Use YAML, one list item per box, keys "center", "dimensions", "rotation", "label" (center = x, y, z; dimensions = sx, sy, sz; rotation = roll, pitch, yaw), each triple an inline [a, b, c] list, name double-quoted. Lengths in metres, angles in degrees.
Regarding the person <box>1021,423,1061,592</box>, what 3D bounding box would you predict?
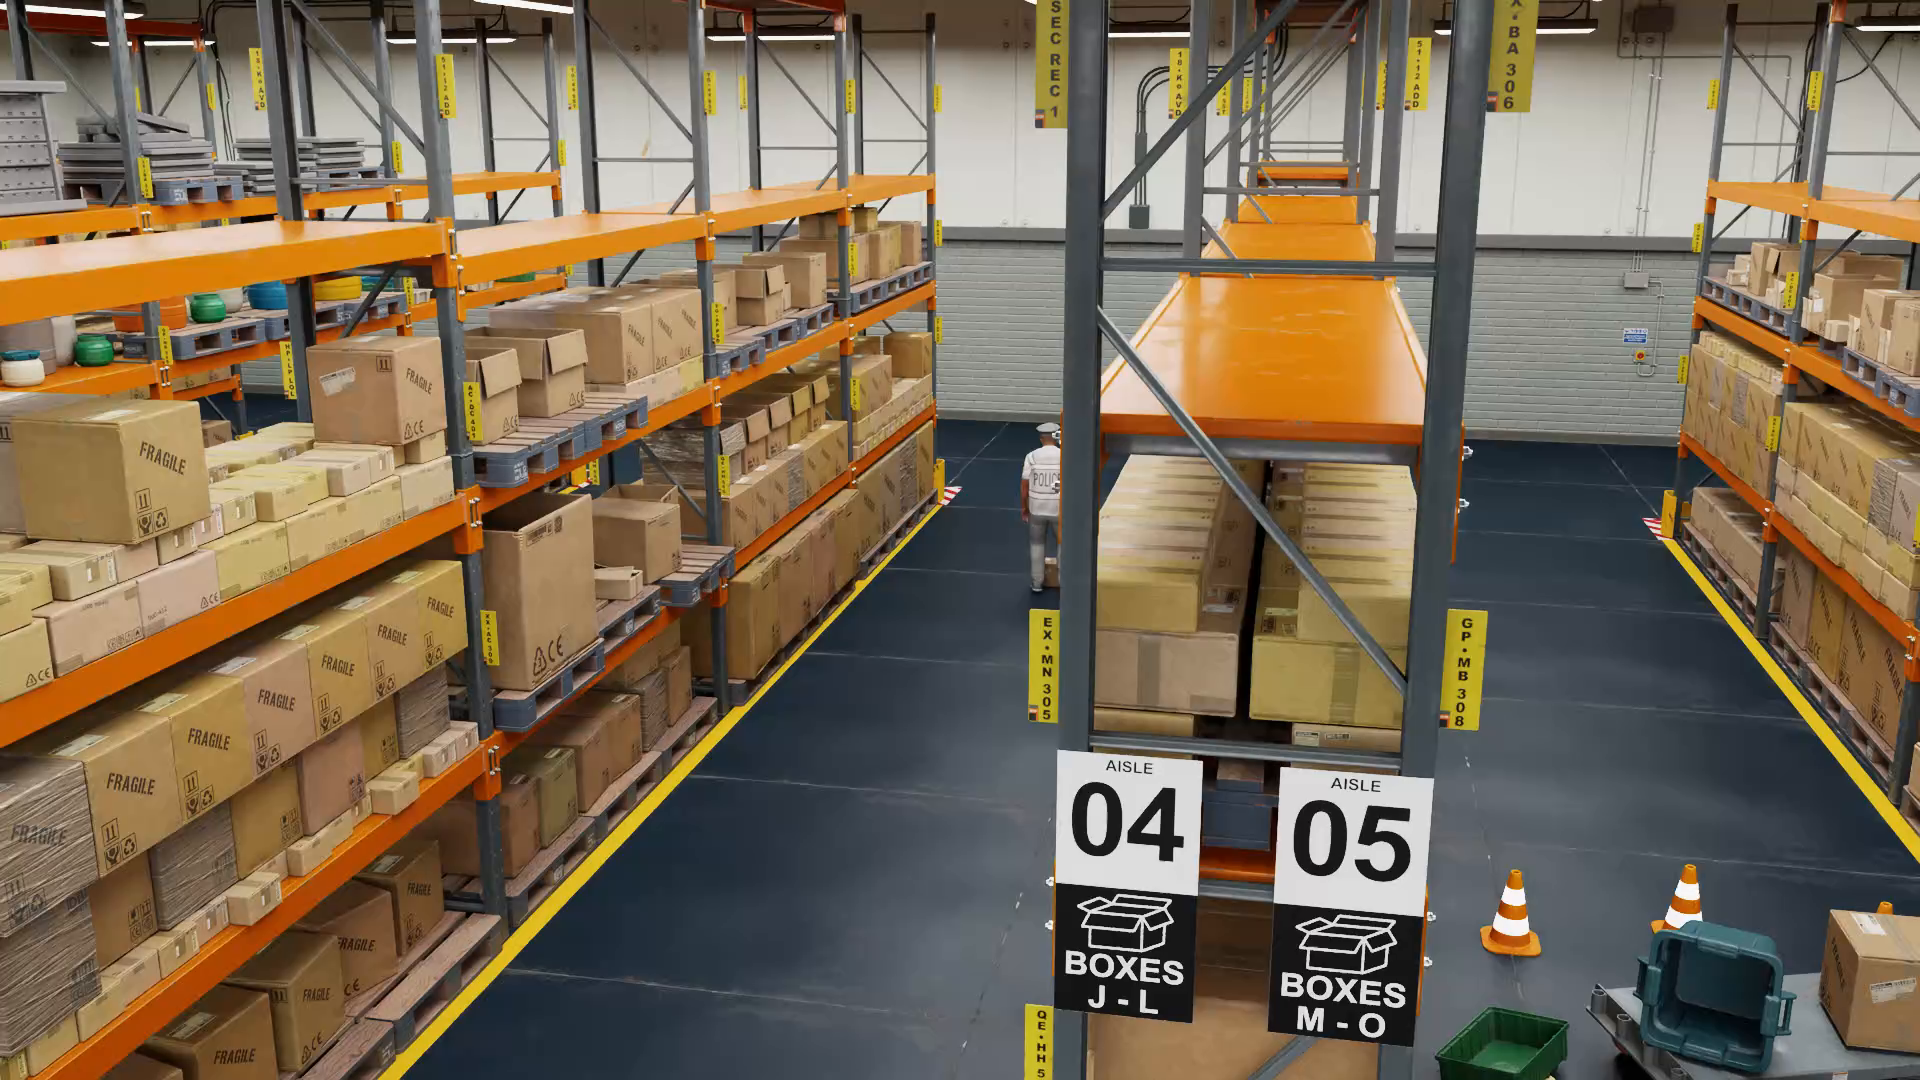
- center: [0.926, -0.317, 17.216]
  dimensions: [0.600, 1.749, 0.429]
  rotation: [2, 15, 9]
  label: "person"
